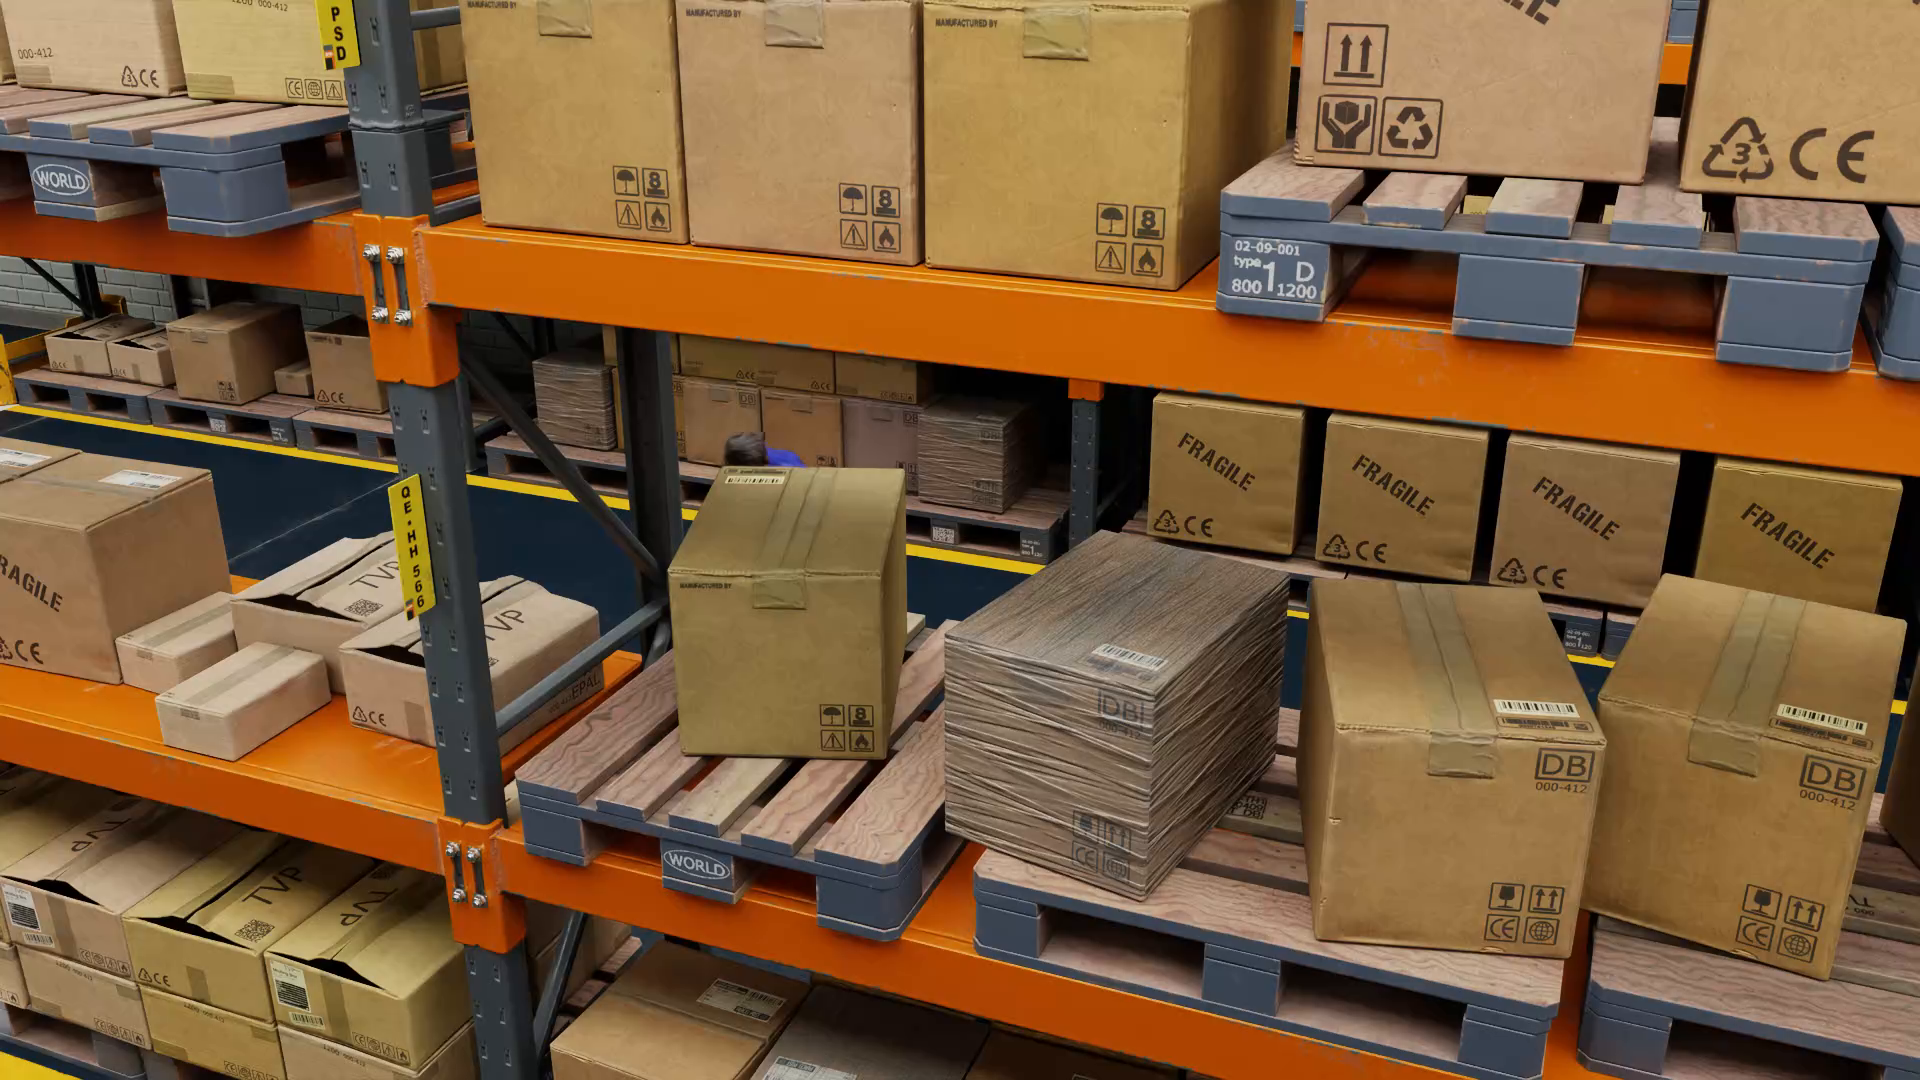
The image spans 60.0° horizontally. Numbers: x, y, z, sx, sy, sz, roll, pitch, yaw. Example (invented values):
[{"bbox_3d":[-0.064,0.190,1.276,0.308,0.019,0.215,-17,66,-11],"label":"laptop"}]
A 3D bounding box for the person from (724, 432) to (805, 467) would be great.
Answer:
[{"bbox_3d":[-0.781,0.120,7.162,0.413,1.395,0.740,8,24,19],"label":"person"}]
